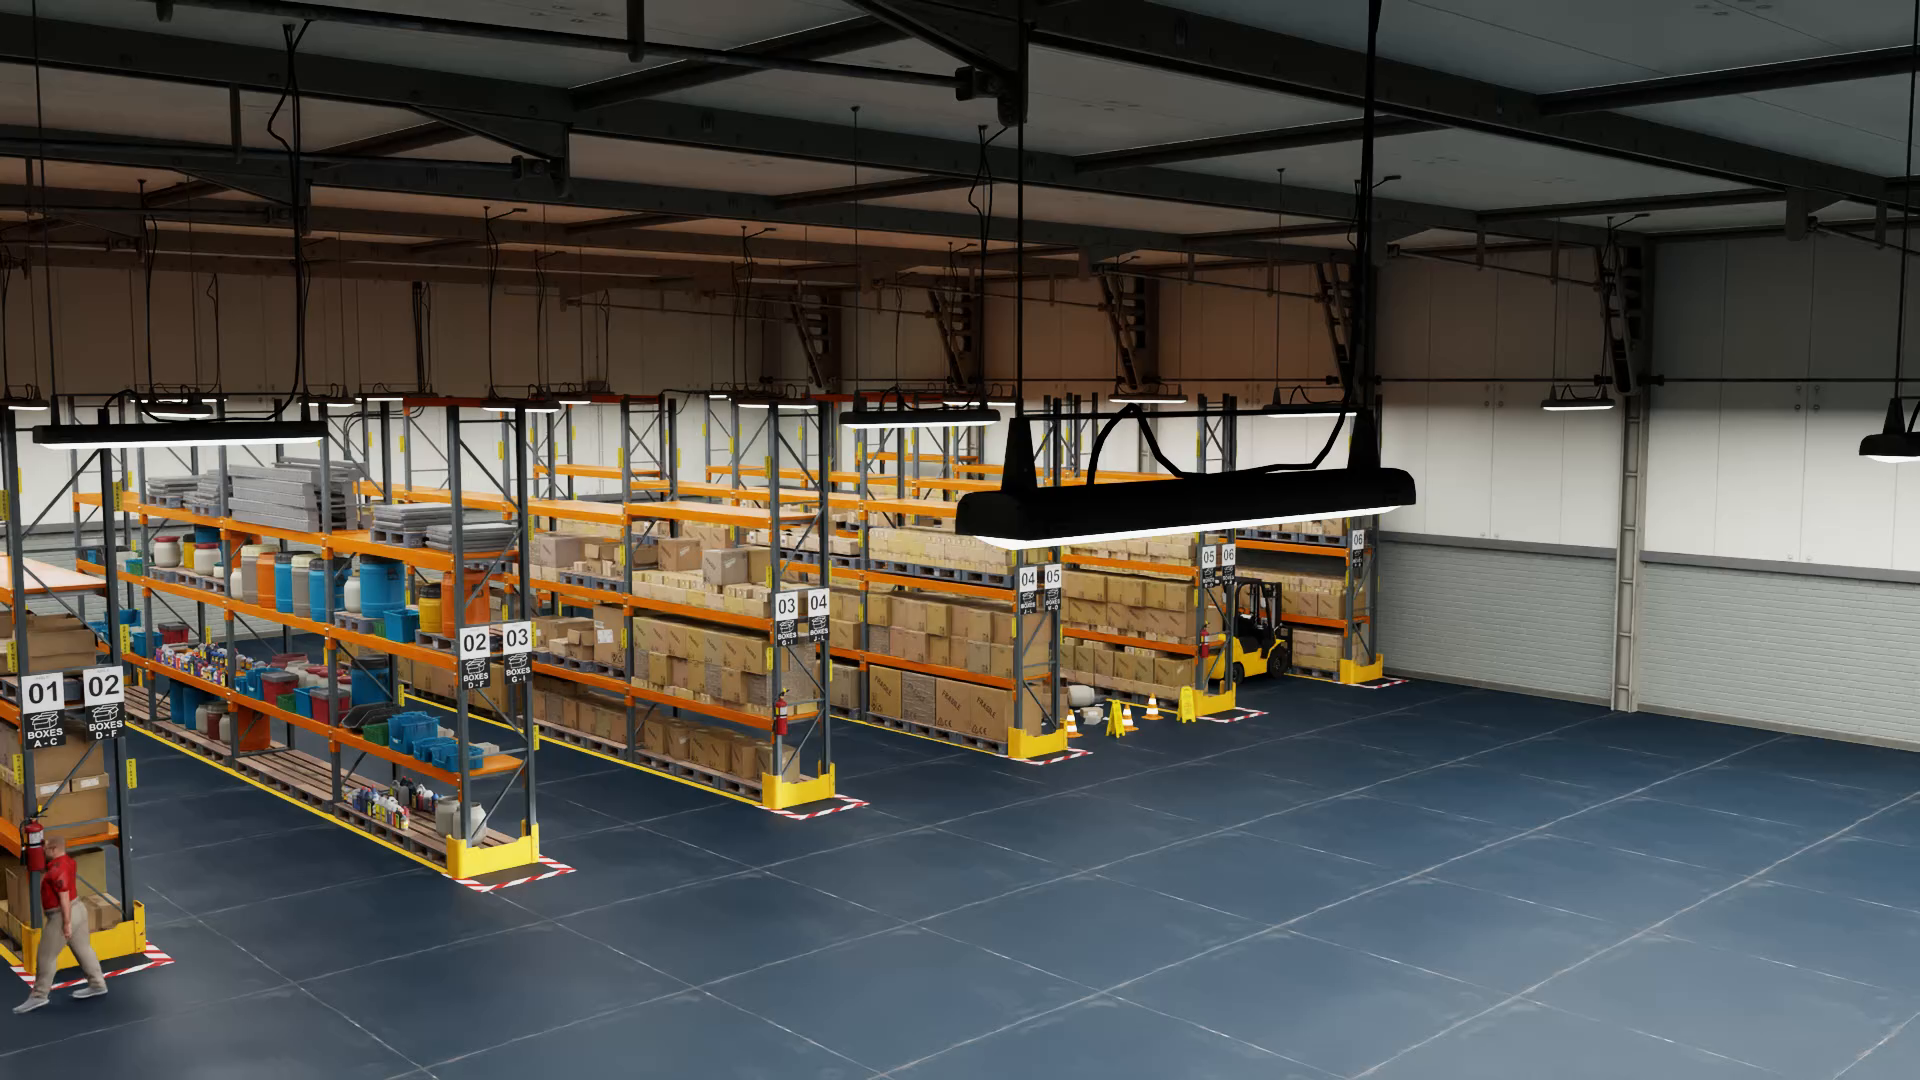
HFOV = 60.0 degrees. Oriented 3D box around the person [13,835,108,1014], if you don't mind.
[{"bbox_3d":[-9.138,3.855,16.881,0.797,1.728,0.579,-1,6,-8],"label":"person"}]
